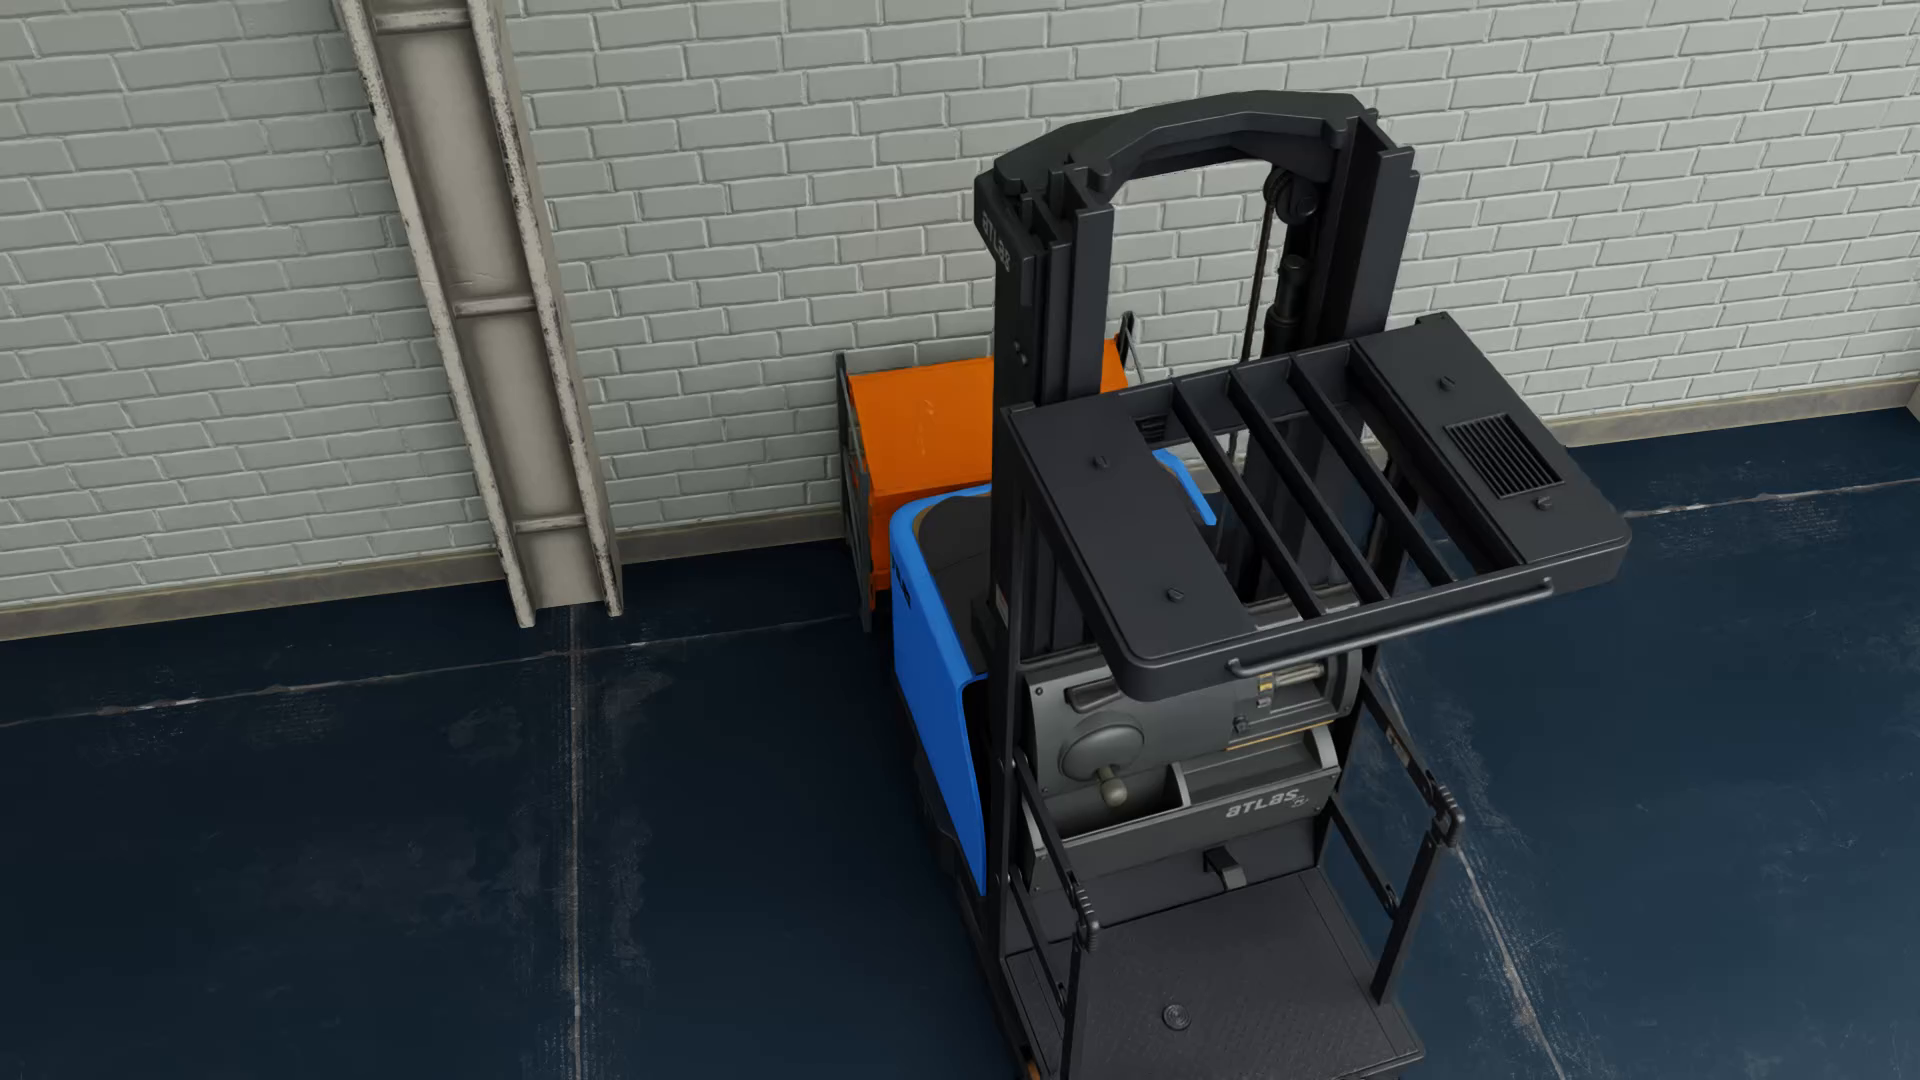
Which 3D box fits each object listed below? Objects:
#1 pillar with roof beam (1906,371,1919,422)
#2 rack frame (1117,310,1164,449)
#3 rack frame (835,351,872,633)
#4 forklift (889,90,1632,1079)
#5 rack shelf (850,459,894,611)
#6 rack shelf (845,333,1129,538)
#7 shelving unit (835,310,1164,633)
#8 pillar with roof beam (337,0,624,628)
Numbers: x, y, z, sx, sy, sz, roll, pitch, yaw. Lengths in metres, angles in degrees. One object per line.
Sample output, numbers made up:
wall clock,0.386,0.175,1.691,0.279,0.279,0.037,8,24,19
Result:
pillar with roof beam,5.114,-0.598,1.077,0.400,9.000,9.100,-7,46,-7
rack frame,0.613,-0.302,6.158,0.032,1.125,0.500,-9,60,-8
rack frame,-0.381,-0.143,6.020,0.032,1.125,0.500,-9,60,-8
forklift,0.694,0.518,4.215,1.130,2.935,3.031,-13,48,-12
rack shelf,0.107,-0.099,6.300,1.000,0.278,0.538,-9,60,-8
rack shelf,0.127,-0.371,5.837,1.000,0.278,0.538,-9,60,-8
shelving unit,0.116,-0.223,6.089,1.048,1.125,0.538,-9,60,-8
pillar with roof beam,-0.798,0.139,0.367,0.400,9.000,9.100,-7,46,-7
